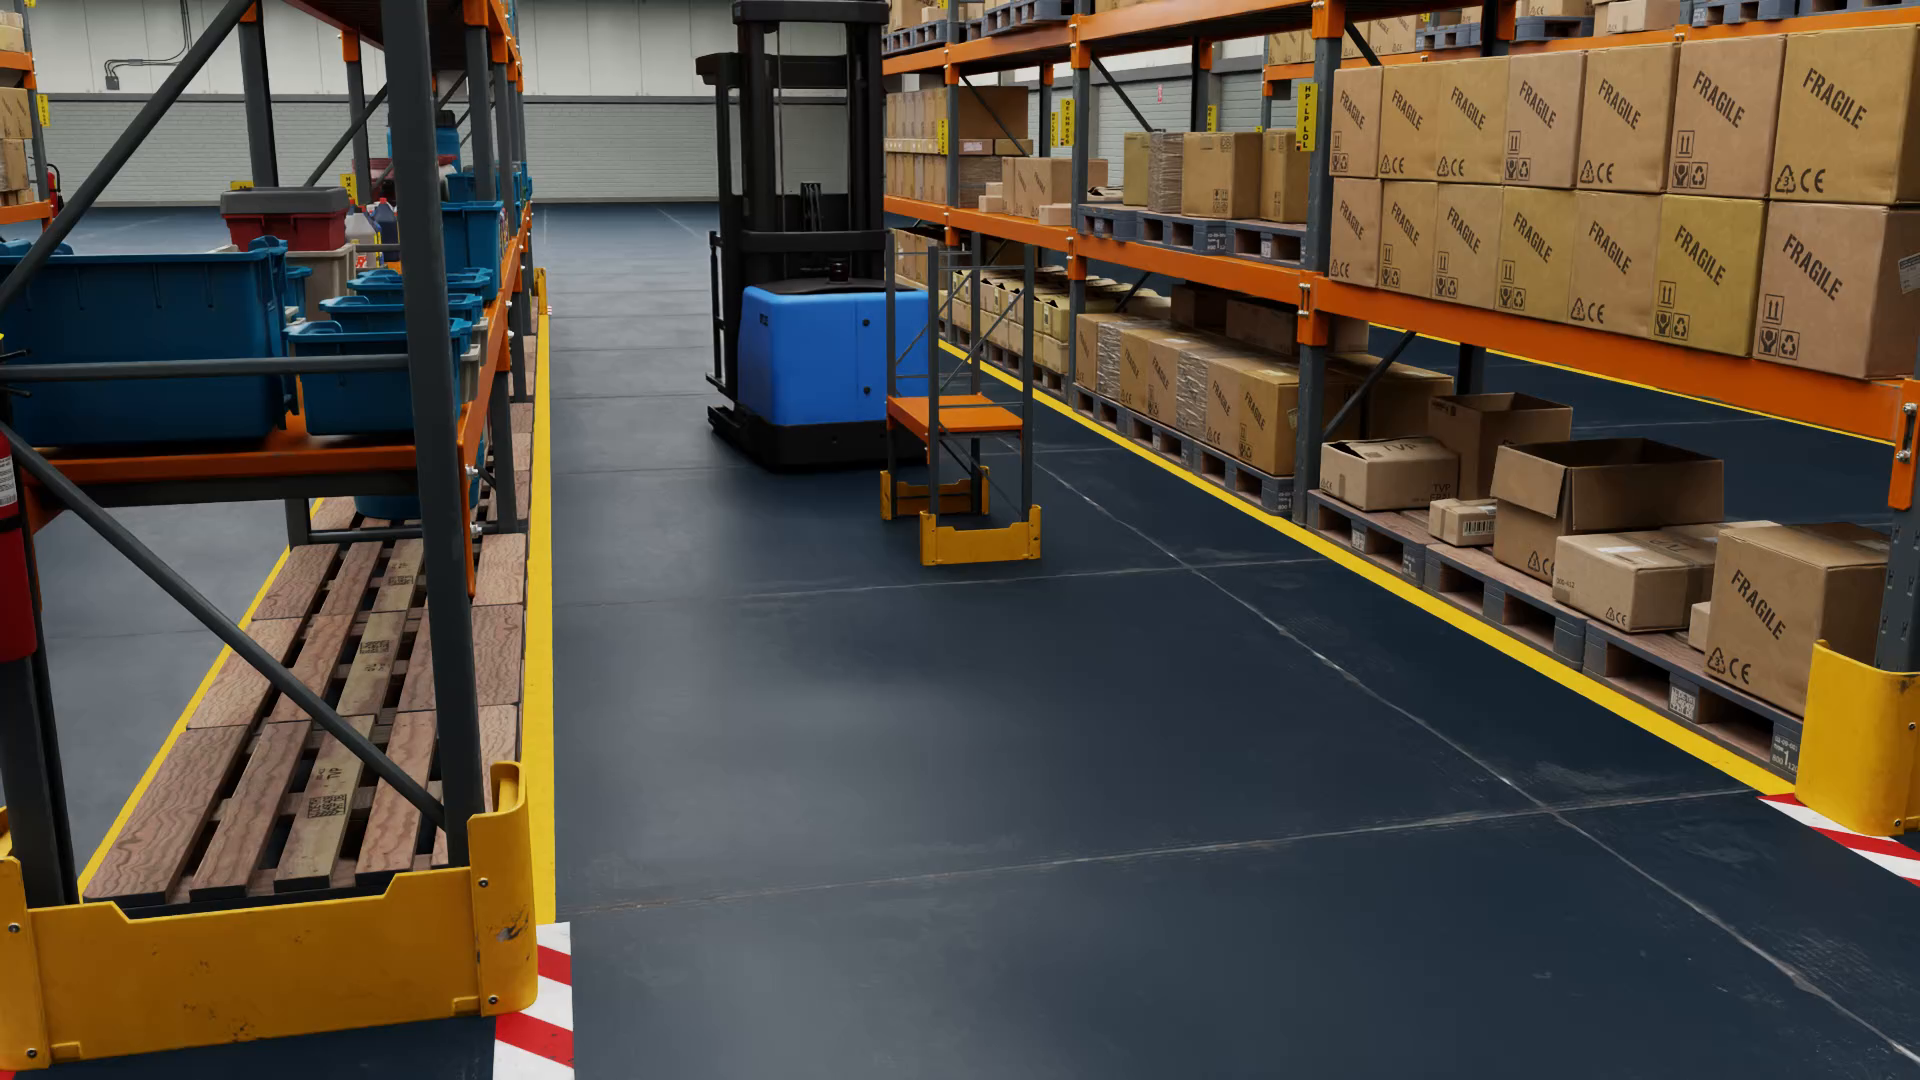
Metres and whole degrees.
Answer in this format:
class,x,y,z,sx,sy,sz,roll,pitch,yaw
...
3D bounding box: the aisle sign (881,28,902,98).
class,x,y,z,sx,sy,sz,roll,pitch,yaw
aisle sign,-0.876,-5.591,19.515,0.394,0.787,0.004,-3,14,-13

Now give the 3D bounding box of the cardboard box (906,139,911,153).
class,x,y,z,sx,sy,sz,roll,pitch,yaw
cardboard box,-0.376,-4.294,18.107,0.380,0.149,0.250,-3,14,-14

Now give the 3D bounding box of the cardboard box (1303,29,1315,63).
class,x,y,z,sx,sy,sz,roll,pitch,yaw
cardboard box,4.304,-5.786,19.217,0.500,0.500,0.500,-3,14,-11

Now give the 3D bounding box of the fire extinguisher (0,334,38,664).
class,x,y,z,sx,sy,sz,roll,pitch,yaw
fire extinguisher,-2.027,-0.085,3.404,0.296,0.674,0.183,-3,14,-13

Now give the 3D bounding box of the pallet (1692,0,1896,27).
class,x,y,z,sx,sy,sz,roll,pitch,yaw
pallet,6.333,-3.981,12.481,1.213,0.211,1.003,-3,14,-11

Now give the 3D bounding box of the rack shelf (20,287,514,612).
class,x,y,z,sx,sy,sz,roll,pitch,yaw
rack shelf,-2.091,-0.476,5.570,1.077,0.370,4.000,-3,14,-13

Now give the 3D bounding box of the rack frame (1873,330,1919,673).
class,x,y,z,sx,sy,sz,roll,pitch,yaw
rack frame,3.195,-0.639,4.723,1.000,3.000,0.127,-3,14,-13

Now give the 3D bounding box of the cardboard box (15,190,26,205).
class,x,y,z,sx,sy,sz,roll,pitch,yaw
cardboard box,-9.759,-3.490,16.922,0.380,0.149,0.250,-3,14,-13

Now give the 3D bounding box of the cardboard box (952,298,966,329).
class,x,y,z,sx,sy,sz,roll,pitch,yaw
cardboard box,0.230,-2.169,15.893,0.500,0.250,0.500,-4,14,-15

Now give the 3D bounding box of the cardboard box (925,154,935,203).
class,x,y,z,sx,sy,sz,roll,pitch,yaw
cardboard box,0.022,-3.795,17.431,0.700,0.500,0.500,-3,14,-12

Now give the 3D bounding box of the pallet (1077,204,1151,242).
class,x,y,z,sx,sy,sz,roll,pitch,yaw
pallet,1.543,-2.239,11.676,1.213,0.211,1.003,-3,14,-13

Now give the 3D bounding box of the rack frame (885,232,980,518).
class,x,y,z,sx,sy,sz,roll,pitch,yaw
rack frame,-0.139,-0.866,8.810,0.500,1.500,0.032,-3,14,-13

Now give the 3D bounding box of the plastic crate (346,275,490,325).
class,x,y,z,sx,sy,sz,roll,pitch,yaw
plastic crate,-1.668,-0.691,5.161,0.416,0.233,0.300,-3,14,-13

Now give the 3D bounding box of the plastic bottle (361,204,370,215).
class,x,y,z,sx,sy,sz,roll,pitch,yaw
plastic bottle,-3.617,-1.895,10.108,0.061,0.283,0.133,-3,14,-13

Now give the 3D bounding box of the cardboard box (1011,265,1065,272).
class,x,y,z,sx,sy,sz,roll,pitch,yaw
cardboard box,0.750,-2.471,15.947,0.500,0.311,0.500,-3,14,-13

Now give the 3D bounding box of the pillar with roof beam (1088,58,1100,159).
class,x,y,z,sx,sy,sz,roll,pitch,yaw
pillar with roof beam,-1.747,-9.937,30.138,9.100,9.000,0.400,-3,14,-13

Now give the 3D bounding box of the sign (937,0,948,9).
class,x,y,z,sx,sy,sz,roll,pitch,yaw
sign,-0.163,-5.123,15.499,0.100,0.325,0.005,-3,14,-13

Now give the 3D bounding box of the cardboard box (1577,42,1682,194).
class,x,y,z,sx,sy,sz,roll,pitch,yaw
cardboard box,2.577,-1.497,5.915,0.500,0.500,0.500,-3,14,-12

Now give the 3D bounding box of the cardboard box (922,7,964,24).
class,x,y,z,sx,sy,sz,roll,pitch,yaw
cardboard box,-0.173,-5.278,16.738,0.380,0.149,0.250,-3,14,-13

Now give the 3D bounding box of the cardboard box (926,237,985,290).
class,x,y,z,sx,sy,sz,roll,pitch,yaw
cardboard box,-0.051,-2.851,17.104,0.500,0.500,0.500,-3,14,-13

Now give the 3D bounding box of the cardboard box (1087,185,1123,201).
class,x,y,z,sx,sy,sz,roll,pitch,yaw
cardboard box,1.294,-2.659,13.176,0.500,0.311,0.500,-3,14,-14

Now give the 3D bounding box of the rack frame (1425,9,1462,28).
class,x,y,z,sx,sy,sz,roll,pitch,yaw
rack frame,5.191,-6.599,16.476,1.000,3.000,0.127,-3,14,-13

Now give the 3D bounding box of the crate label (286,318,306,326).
class,x,y,z,sx,sy,sz,roll,pitch,yaw
crate label,-2.132,-0.574,4.884,0.396,0.136,0.243,-3,14,-13

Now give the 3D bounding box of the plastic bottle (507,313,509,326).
class,x,y,z,sx,sy,sz,roll,pitch,yaw
plastic bottle,-4.294,-2.191,15.873,0.061,0.283,0.133,-3,14,-13

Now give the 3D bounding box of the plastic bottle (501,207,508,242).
class,x,y,z,sx,sy,sz,roll,pitch,yaw
plastic bottle,-2.936,-2.030,10.662,0.061,0.283,0.133,-3,14,-13

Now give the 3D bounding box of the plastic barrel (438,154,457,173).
class,x,y,z,sx,sy,sz,roll,pitch,yaw
plastic barrel,-4.428,-2.965,13.958,0.433,0.535,0.433,0,14,0

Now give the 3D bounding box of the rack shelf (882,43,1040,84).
class,x,y,z,sx,sy,sz,roll,pitch,yaw
rack shelf,-0.093,-4.977,17.672,1.077,0.370,4.000,-3,14,-13

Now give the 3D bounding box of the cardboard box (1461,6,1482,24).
class,x,y,z,sx,sy,sz,roll,pitch,yaw
cardboard box,5.241,-5.264,16.235,0.500,0.500,0.500,-1,14,-5

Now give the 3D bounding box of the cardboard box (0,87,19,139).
class,x,y,z,sx,sy,sz,roll,pitch,yaw
cardboard box,-9.701,-4.230,16.475,0.500,0.500,0.500,-3,14,-13

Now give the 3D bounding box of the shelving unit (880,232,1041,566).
class,x,y,z,sx,sy,sz,roll,pitch,yaw
shelving unit,-0.018,-0.746,8.321,0.587,1.500,1.083,-3,14,-13

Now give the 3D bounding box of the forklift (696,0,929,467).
class,x,y,z,sx,sy,sz,roll,pitch,yaw
forklift,-1.117,-2.175,11.155,1.130,2.935,3.031,-5,15,-19

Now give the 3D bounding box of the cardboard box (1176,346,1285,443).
class,x,y,z,sx,sy,sz,roll,pitch,yaw
cardboard box,1.635,-0.889,10.087,0.500,0.500,0.500,-3,14,-12

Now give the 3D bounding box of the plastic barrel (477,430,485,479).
class,x,y,z,sx,sy,sz,roll,pitch,yaw
plastic barrel,-2.838,-0.761,8.759,0.600,0.901,0.708,-3,14,-13

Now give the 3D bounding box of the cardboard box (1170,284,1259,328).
class,x,y,z,sx,sy,sz,roll,pitch,yaw
cardboard box,1.781,-1.633,11.551,0.500,0.250,0.500,-3,14,-11

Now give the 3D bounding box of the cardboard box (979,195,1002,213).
class,x,y,z,sx,sy,sz,roll,pitch,yaw
cardboard box,0.386,-3.070,15.201,0.380,0.149,0.250,-3,14,-13

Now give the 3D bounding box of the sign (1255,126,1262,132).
class,x,y,z,sx,sy,sz,roll,pitch,yaw
sign,3.724,-4.997,20.738,0.100,0.325,0.005,-3,14,-13

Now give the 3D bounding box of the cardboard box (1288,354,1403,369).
class,x,y,z,sx,sy,sz,roll,pitch,yaw
cardboard box,2.242,-0.809,9.758,0.500,0.500,0.500,-3,14,-12

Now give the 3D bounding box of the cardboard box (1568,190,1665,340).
class,x,y,z,sx,sy,sz,roll,pitch,yaw
cardboard box,2.588,-1.011,6.033,0.500,0.500,0.500,-3,14,-13

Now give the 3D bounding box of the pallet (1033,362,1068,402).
class,x,y,z,sx,sy,sz,roll,pitch,yaw
pallet,1.160,-1.322,13.394,1.003,0.211,1.213,-3,14,-13

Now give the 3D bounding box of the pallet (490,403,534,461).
class,x,y,z,sx,sy,sz,roll,pitch,yaw
pallet,-3.274,-0.675,10.746,1.003,0.211,1.213,-3,14,-13

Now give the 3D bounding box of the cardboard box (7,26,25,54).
class,x,y,z,sx,sy,sz,roll,pitch,yaw
cardboard box,-9.833,-5.066,16.839,0.500,0.250,0.500,-3,14,-12

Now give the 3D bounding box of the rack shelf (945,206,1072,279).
class,x,y,z,sx,sy,sz,roll,pitch,yaw
rack shelf,0.846,-2.597,14.251,1.077,0.370,4.000,-3,14,-13

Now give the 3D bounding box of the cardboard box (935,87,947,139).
class,x,y,z,sx,sy,sz,roll,pitch,yaw
cardboard box,0.146,-4.305,16.783,0.700,0.500,0.500,-3,14,-13

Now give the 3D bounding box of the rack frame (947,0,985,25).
class,x,y,z,sx,sy,sz,roll,pitch,yaw
rack frame,0.376,-6.322,15.342,1.000,3.000,0.127,-3,14,-13

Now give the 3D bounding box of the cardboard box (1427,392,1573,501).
class,x,y,z,sx,sy,sz,roll,pitch,yaw
cardboard box,2.665,-0.446,8.271,0.500,0.500,0.500,-3,14,-13

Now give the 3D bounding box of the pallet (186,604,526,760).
class,x,y,z,sx,sy,sz,roll,pitch,yaw
pallet,-2.060,0.517,5.865,1.003,0.211,1.213,-3,14,-13

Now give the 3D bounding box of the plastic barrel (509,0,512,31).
class,x,y,z,sx,sy,sz,roll,pitch,yaw
plastic barrel,-3.955,-4.577,13.464,0.600,0.901,0.600,0,14,0

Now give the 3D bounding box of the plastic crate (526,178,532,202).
class,x,y,z,sx,sy,sz,roll,pitch,yaw
plastic crate,-4.823,-3.734,17.703,0.499,0.251,0.408,-3,14,-13

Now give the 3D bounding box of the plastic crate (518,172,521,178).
class,x,y,z,sx,sy,sz,roll,pitch,yaw
plastic crate,-3.878,-2.887,13.959,0.392,0.384,0.575,-3,14,-13

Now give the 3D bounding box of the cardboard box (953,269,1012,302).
class,x,y,z,sx,sy,sz,roll,pitch,yaw
cardboard box,0.231,-2.439,15.817,0.500,0.311,0.500,-3,14,-13

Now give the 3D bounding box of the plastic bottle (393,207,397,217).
class,x,y,z,sx,sy,sz,roll,pitch,yaw
plastic bottle,-3.565,-2.040,10.718,0.152,0.276,0.135,-3,14,-13
